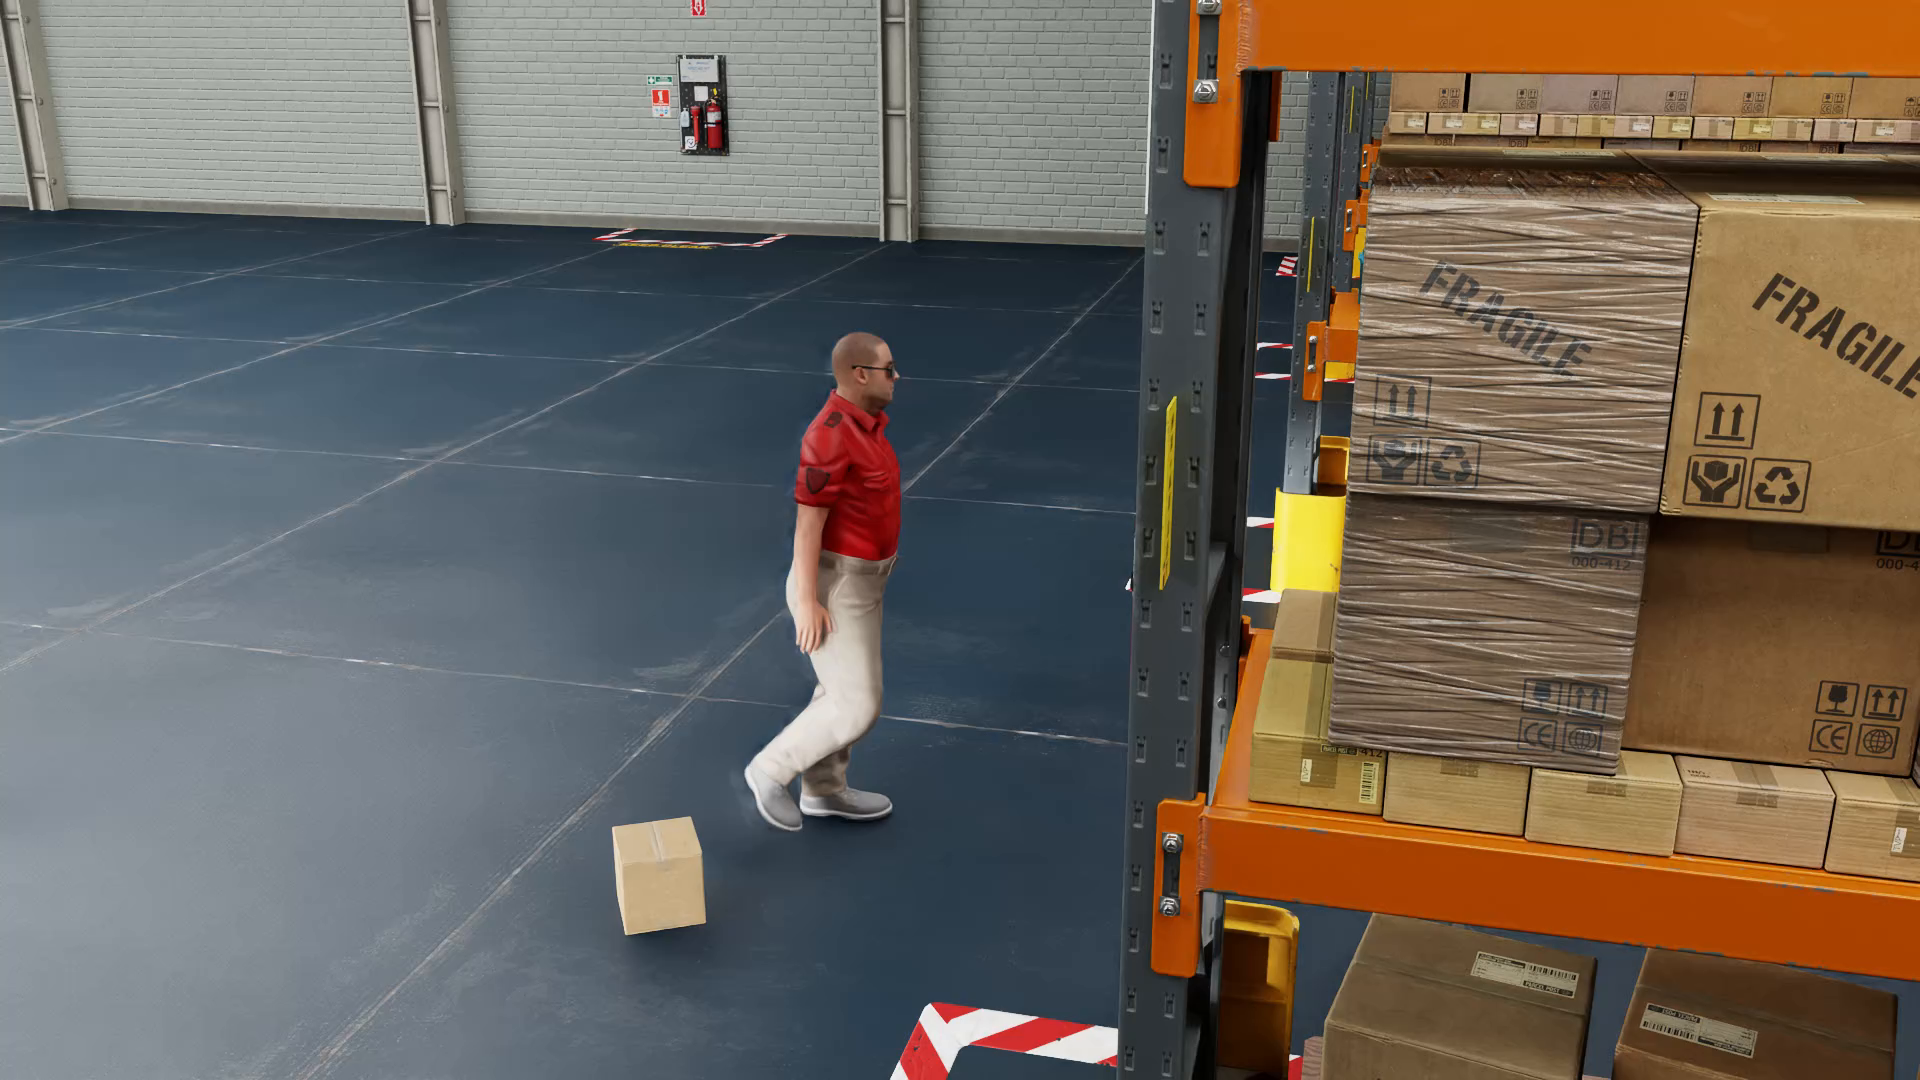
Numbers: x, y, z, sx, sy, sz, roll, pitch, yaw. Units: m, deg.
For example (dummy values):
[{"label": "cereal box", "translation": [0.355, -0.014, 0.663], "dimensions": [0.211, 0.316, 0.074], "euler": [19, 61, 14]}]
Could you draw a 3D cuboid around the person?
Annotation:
[{"label": "person", "translation": [-0.464, 0.160, 5.583], "dimensions": [0.535, 1.719, 0.605], "euler": [3, 18, 9]}]
